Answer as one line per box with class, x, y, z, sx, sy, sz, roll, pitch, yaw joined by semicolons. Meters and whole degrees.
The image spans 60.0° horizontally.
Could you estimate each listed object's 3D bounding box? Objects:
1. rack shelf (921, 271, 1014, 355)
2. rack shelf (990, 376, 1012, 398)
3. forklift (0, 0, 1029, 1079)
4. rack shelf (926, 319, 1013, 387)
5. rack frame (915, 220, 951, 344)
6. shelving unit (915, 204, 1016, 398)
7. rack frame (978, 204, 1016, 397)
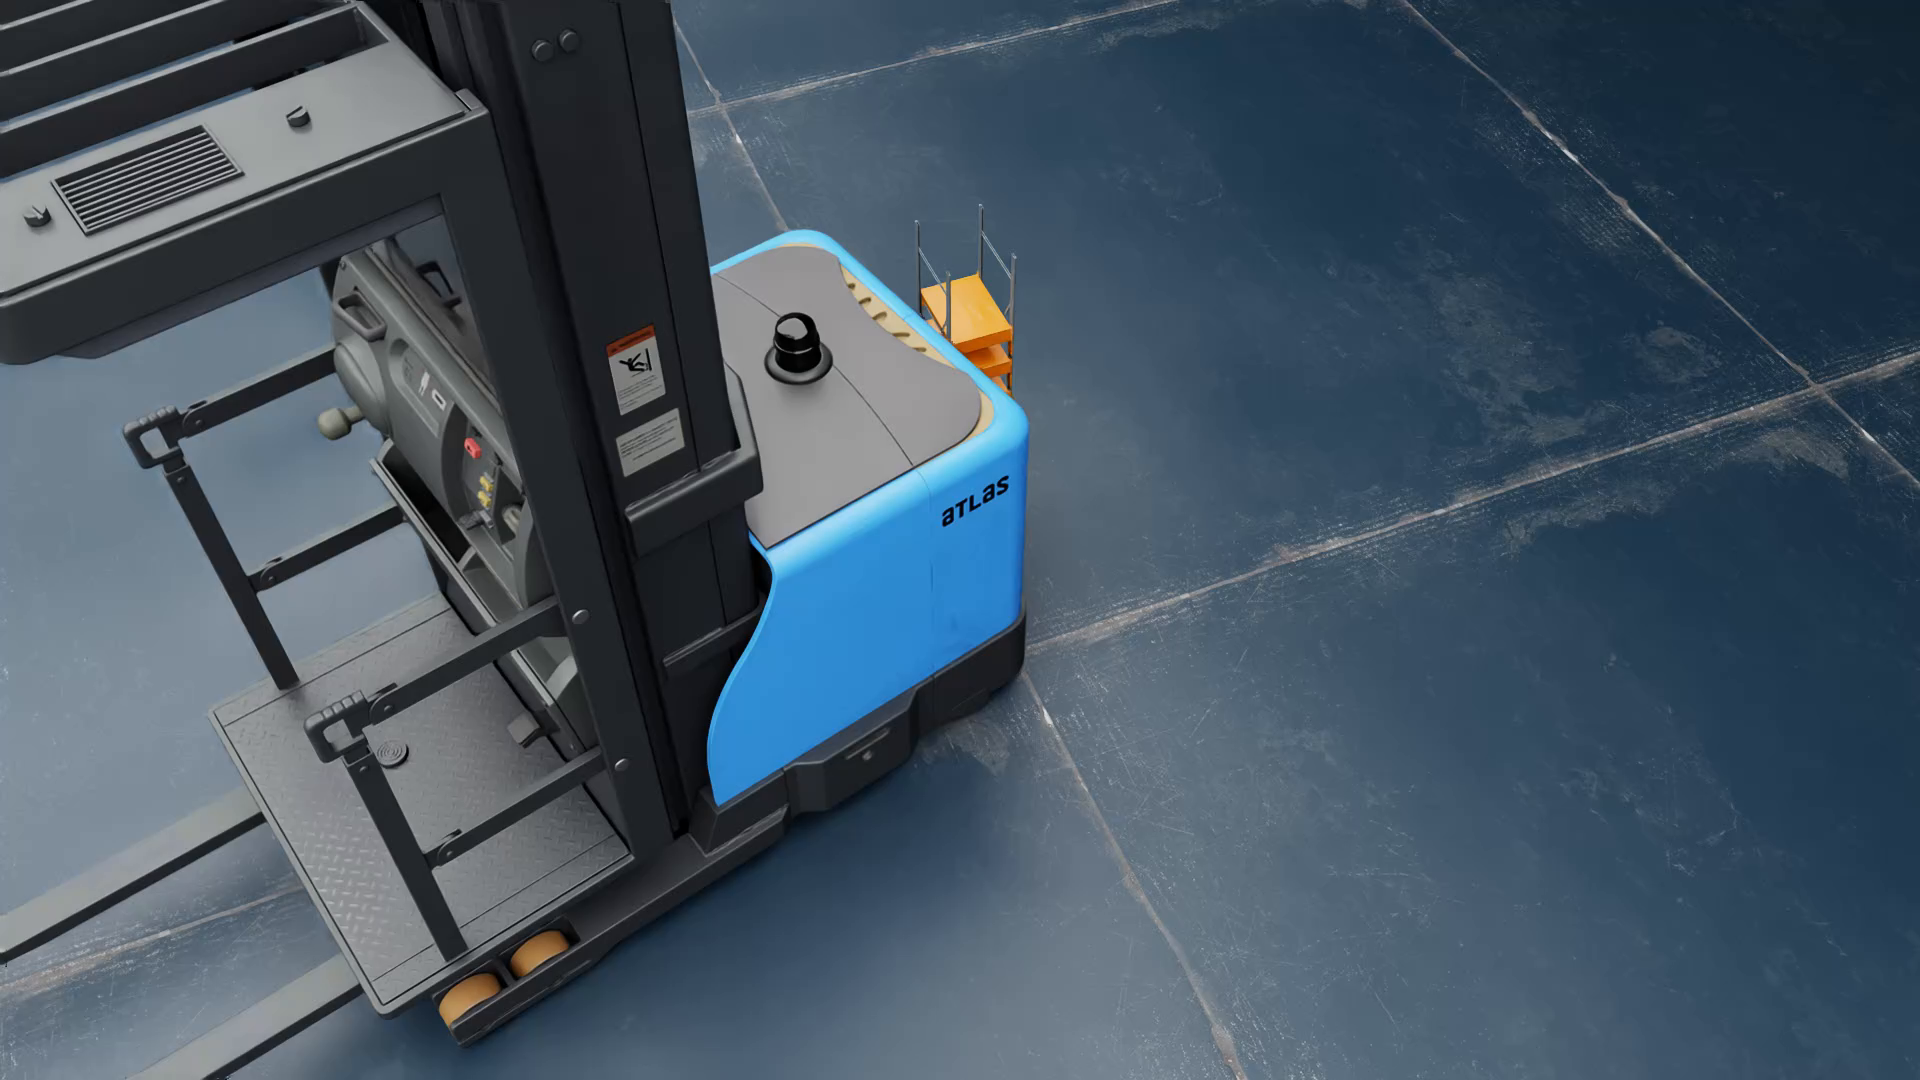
rack shelf;0.013;-0.601;4.559;0.180;0.103;0.258;-17;52;-14
rack shelf;0.013;-0.444;4.741;0.180;0.103;0.258;-17;52;-14
forklift;-1.290;-0.168;3.462;3.031;2.935;1.130;-30;56;-23
rack shelf;0.013;-0.522;4.650;0.180;0.103;0.258;-17;52;-14
rack frame;-0.071;-0.369;4.776;0.006;1.200;0.240;-17;52;-14
shelving unit;0.013;-0.395;4.798;0.189;1.200;0.258;-17;52;-14
rack frame;0.098;-0.421;4.821;0.006;1.200;0.240;-17;52;-14
